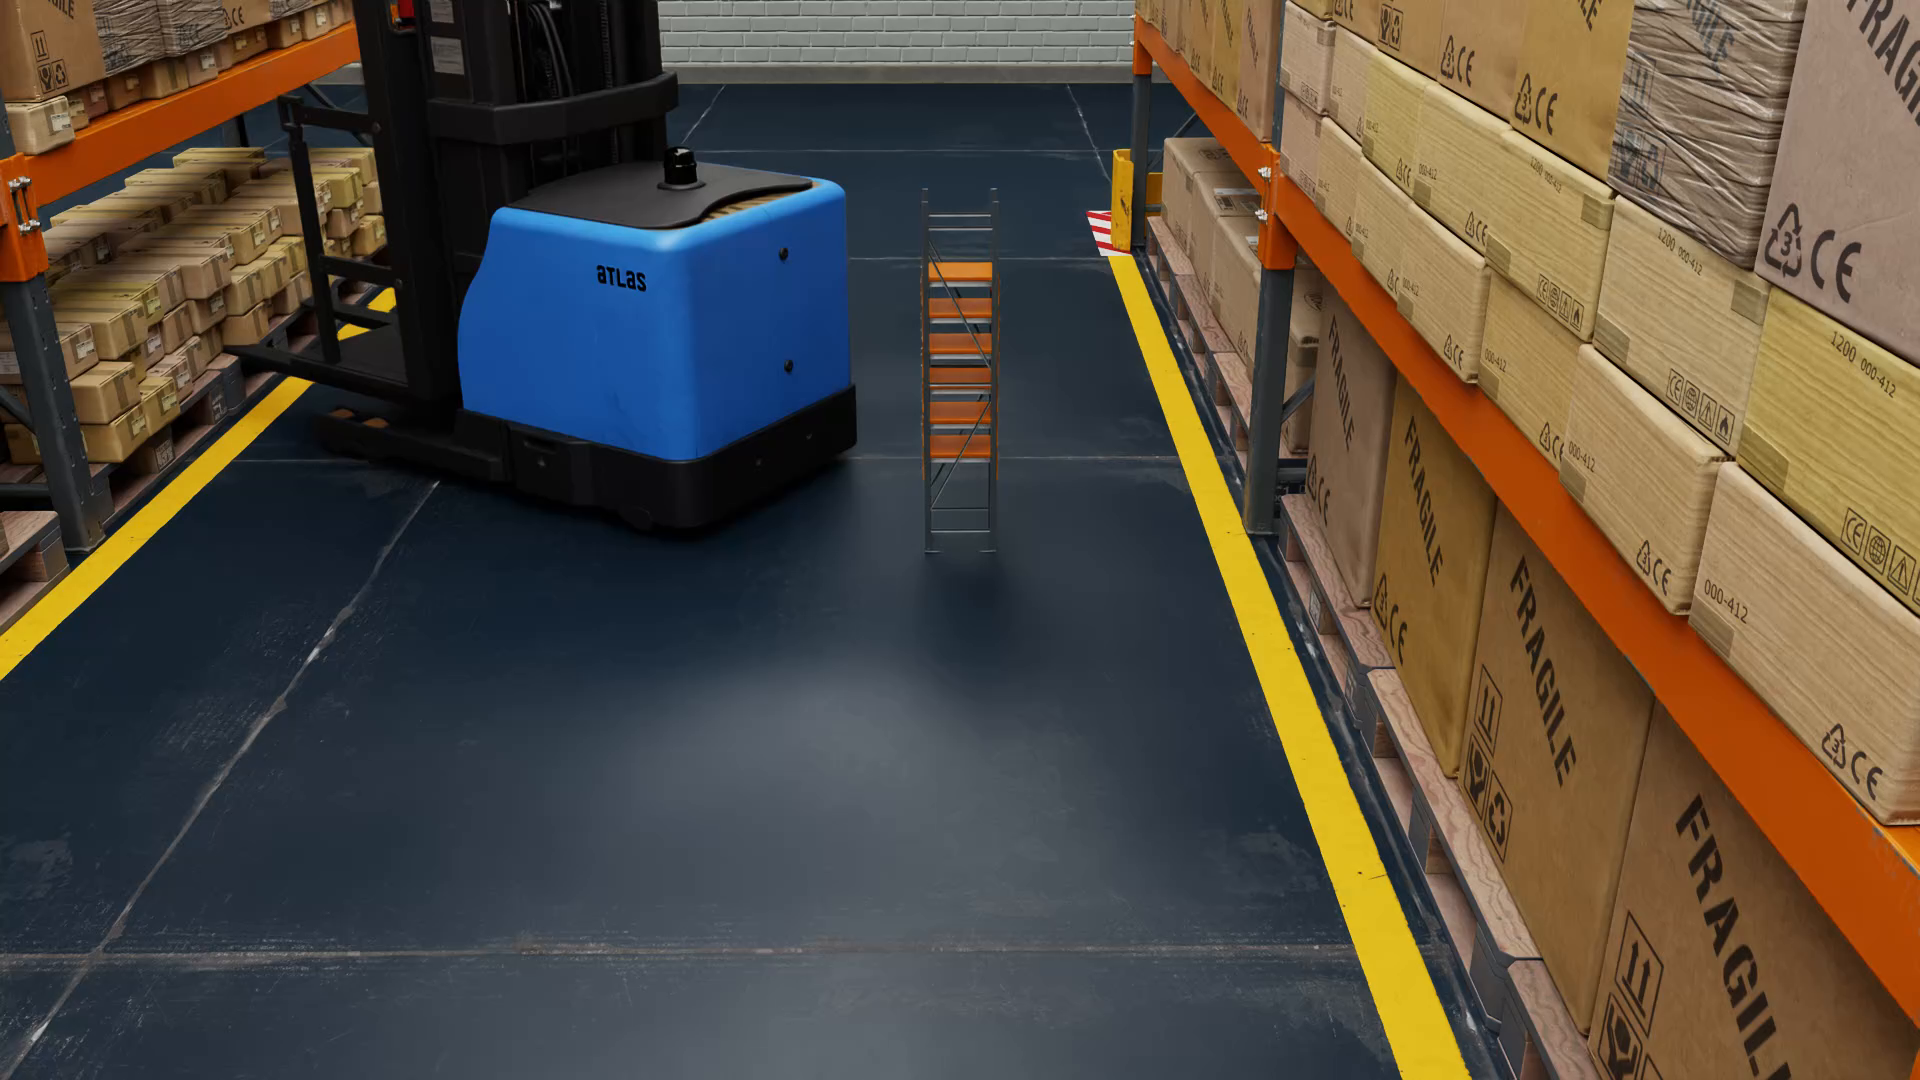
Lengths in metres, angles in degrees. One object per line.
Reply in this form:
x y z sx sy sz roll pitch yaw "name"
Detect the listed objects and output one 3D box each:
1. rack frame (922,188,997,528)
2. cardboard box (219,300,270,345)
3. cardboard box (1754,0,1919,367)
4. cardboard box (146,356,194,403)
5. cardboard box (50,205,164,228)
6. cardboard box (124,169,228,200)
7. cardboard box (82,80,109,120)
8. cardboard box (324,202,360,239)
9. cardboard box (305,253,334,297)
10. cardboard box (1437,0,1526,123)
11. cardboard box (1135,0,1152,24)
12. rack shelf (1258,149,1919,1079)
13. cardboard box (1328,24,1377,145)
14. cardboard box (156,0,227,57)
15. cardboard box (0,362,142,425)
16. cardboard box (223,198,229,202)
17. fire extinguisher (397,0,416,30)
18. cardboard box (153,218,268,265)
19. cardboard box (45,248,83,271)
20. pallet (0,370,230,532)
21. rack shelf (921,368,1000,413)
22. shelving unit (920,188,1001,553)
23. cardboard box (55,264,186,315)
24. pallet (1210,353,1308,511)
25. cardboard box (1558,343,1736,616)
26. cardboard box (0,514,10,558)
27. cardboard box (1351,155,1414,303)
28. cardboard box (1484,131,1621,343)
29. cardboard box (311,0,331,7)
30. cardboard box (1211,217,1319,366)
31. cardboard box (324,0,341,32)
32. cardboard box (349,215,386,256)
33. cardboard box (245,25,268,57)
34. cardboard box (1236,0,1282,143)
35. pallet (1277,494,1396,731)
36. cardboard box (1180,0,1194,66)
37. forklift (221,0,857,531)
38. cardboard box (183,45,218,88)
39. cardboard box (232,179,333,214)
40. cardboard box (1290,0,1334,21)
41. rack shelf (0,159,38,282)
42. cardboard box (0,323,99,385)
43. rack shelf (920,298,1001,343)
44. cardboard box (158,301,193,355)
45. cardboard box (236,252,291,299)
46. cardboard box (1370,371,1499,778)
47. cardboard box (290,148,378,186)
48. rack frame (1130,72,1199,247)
-0.001 -0.578 5.573 0.240 1.200 0.006 0 24 -1 "rack frame"
-3.189 -0.919 7.092 0.380 0.149 0.250 -1 24 -2 "cardboard box"
1.274 -0.469 1.813 0.500 0.500 0.500 -1 24 -2 "cardboard box"
-3.192 -0.596 6.378 0.380 0.149 0.250 0 24 -1 "cardboard box"
-3.795 -1.393 7.417 0.380 0.149 0.250 0 24 0 "cardboard box"
-3.831 -1.717 8.135 0.380 0.149 0.250 0 24 -1 "cardboard box"
-3.260 -1.560 5.864 0.380 0.149 0.250 -1 24 -3 "cardboard box"
-3.196 -1.586 8.207 0.380 0.149 0.250 -1 24 -3 "cardboard box"
-3.179 -1.244 7.810 0.380 0.149 0.250 -1 24 -3 "cardboard box"
1.263 -1.094 3.194 0.500 0.500 0.500 -1 24 -1 "cardboard box"
1.172 -2.899 8.399 0.500 0.500 0.500 0 24 -1 "cardboard box"
1.519 -0.253 3.541 1.077 0.370 4.000 0 24 -1 "rack shelf"
1.254 -1.167 4.265 0.500 0.250 0.500 0 24 0 "cardboard box"
-3.187 -2.138 6.356 0.500 0.500 0.500 -1 24 -2 "cardboard box"
-3.135 -0.519 5.847 0.380 0.149 0.250 1 24 2 "cardboard box"
-3.708 -1.586 8.206 0.380 0.149 0.250 0 24 0 "cardboard box"
-3.036 -2.890 9.045 0.296 0.674 0.183 0 24 -1 "fire extinguisher"
-3.239 -1.291 7.192 0.380 0.149 0.250 0 24 0 "cardboard box"
-3.788 -1.076 6.716 0.380 0.149 0.250 -1 24 -3 "cardboard box"
-3.494 -0.347 6.260 1.003 0.211 1.213 0 24 -1 "pallet"
0.000 -0.500 5.508 0.258 0.103 0.180 0 24 -1 "rack shelf"
0.000 -0.541 5.490 0.258 1.200 0.189 0 24 -1 "shelving unit"
-3.269 -0.972 6.487 0.380 0.149 0.250 -1 24 -2 "cardboard box"
1.567 -0.448 6.484 1.003 0.211 1.213 0 24 -1 "pallet"
1.255 -0.106 2.525 0.500 0.250 0.500 0 24 0 "cardboard box"
-3.191 -0.089 4.831 0.500 0.500 0.500 -1 24 -2 "cardboard box"
1.235 -0.729 3.904 0.500 0.250 0.500 0 24 -1 "cardboard box"
1.246 -0.536 2.871 0.500 0.250 0.500 -1 24 -2 "cardboard box"
-3.232 -2.774 7.760 0.500 0.500 0.500 -1 24 -1 "cardboard box"
1.587 -1.057 7.046 0.875 0.438 0.875 -1 24 -2 "cardboard box"
-3.226 -2.535 8.021 0.380 0.149 0.250 0 24 -1 "cardboard box"
-3.177 -1.560 8.509 0.380 0.149 0.250 0 24 1 "cardboard box"
-3.283 -2.210 7.301 0.380 0.149 0.250 -1 24 -3 "cardboard box"
1.237 -1.640 5.615 0.500 0.500 0.500 0 24 0 "cardboard box"
1.581 0.184 5.088 1.003 0.211 1.213 0 24 -1 "pallet"
1.215 -2.275 7.019 0.500 0.500 0.500 1 24 1 "cardboard box"
-1.921 -1.806 6.186 3.031 2.935 1.130 14 28 29 "forklift"
-3.190 -1.887 6.587 0.380 0.149 0.250 1 24 2 "cardboard box"
-3.221 -1.618 7.916 0.380 0.149 0.250 -1 24 -3 "cardboard box"
1.215 -1.723 4.585 0.500 0.500 0.500 0 24 0 "cardboard box"
-3.430 -0.189 3.400 1.077 0.370 4.000 0 24 -1 "rack shelf"
-3.248 -0.647 5.768 0.380 0.149 0.250 1 24 2 "cardboard box"
0.000 -0.719 5.409 0.258 0.103 0.180 0 24 -1 "rack shelf"
-3.267 -0.835 6.544 0.380 0.149 0.250 -1 24 -3 "cardboard box"
-3.163 -1.154 7.251 0.380 0.149 0.250 0 24 0 "cardboard box"
1.602 0.000 4.180 0.875 0.875 0.875 0 24 1 "cardboard box"
-3.236 -1.935 8.617 0.380 0.149 0.250 0 24 0 "cardboard box"
1.454 -3.053 8.860 1.000 3.000 0.127 0 24 -1 "rack frame"
